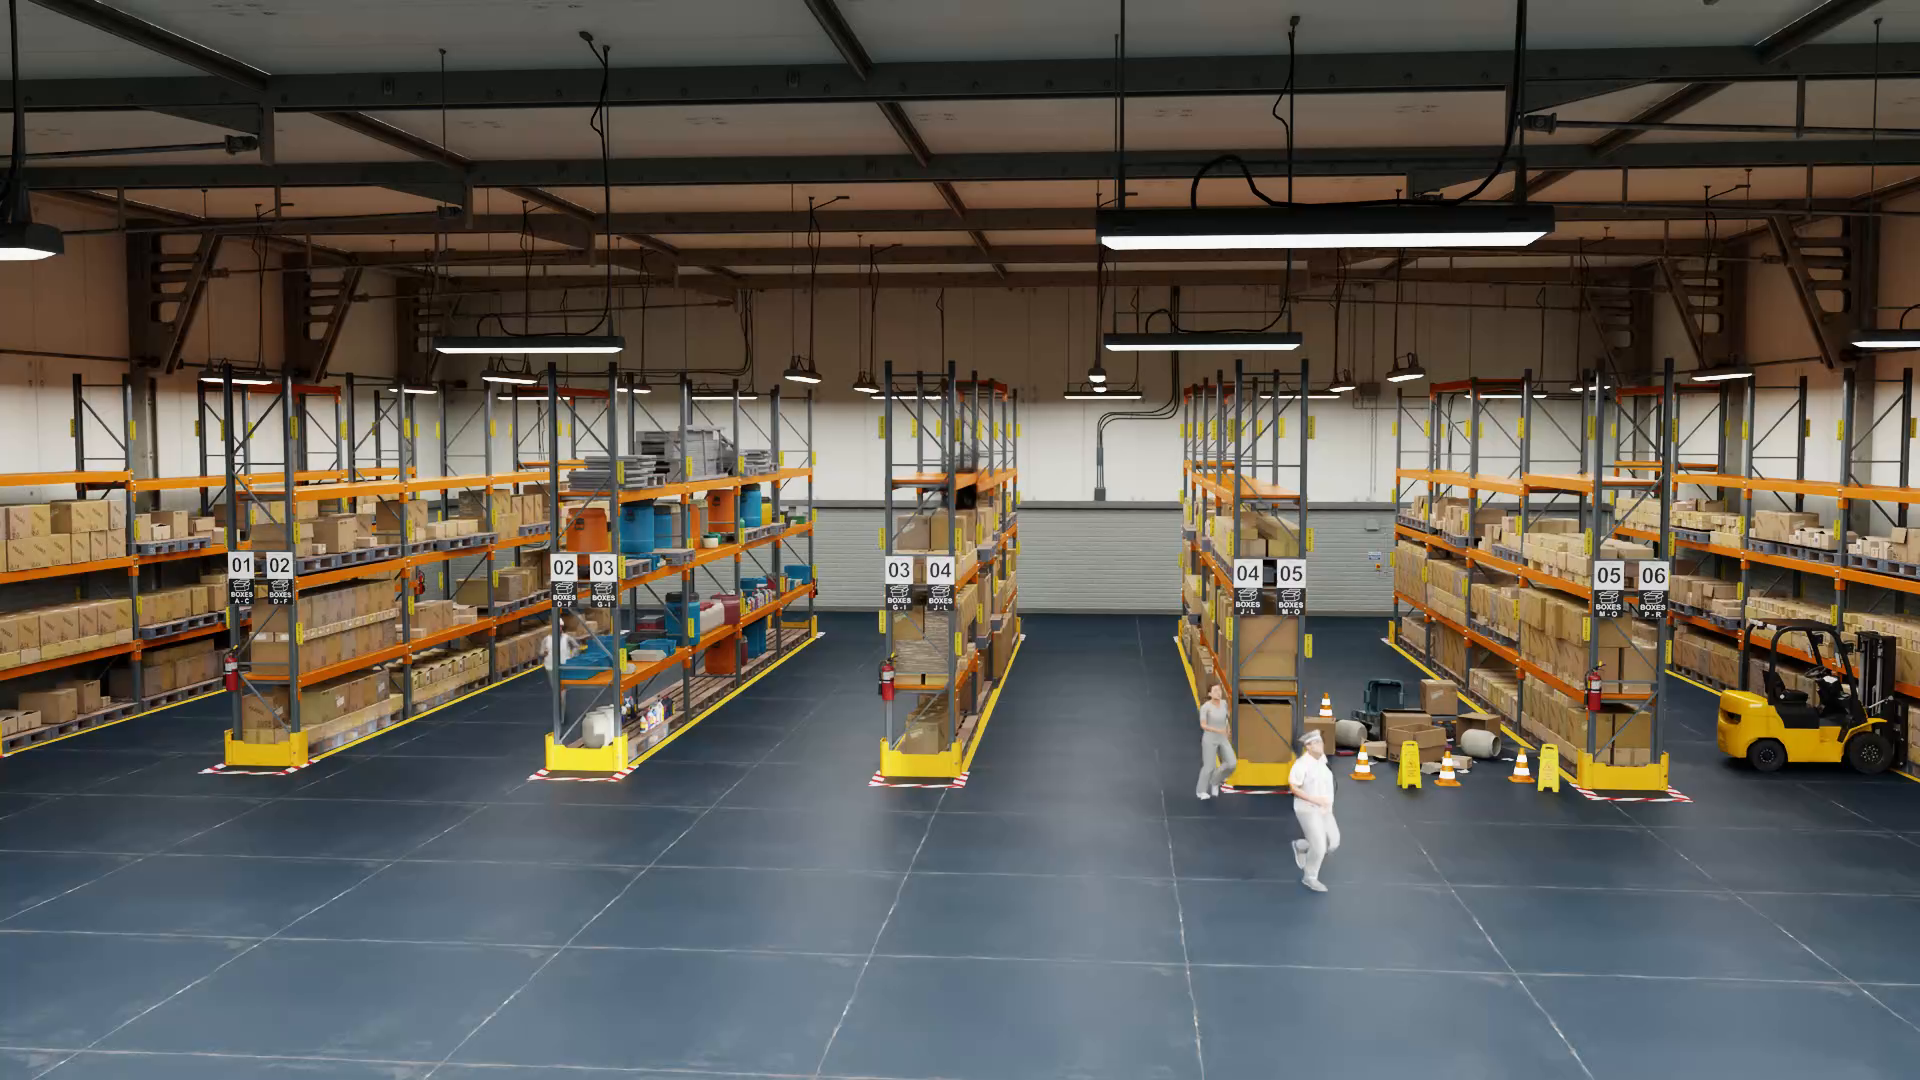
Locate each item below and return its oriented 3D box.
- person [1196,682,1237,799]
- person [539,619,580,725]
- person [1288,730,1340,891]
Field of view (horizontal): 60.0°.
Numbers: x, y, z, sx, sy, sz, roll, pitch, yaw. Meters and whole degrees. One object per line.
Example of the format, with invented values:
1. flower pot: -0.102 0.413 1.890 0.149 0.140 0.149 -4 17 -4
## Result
1. person: 3.454 2.707 22.321 0.581 1.616 0.747 -2 4 -23
2. person: -6.898 2.242 28.529 0.639 1.825 0.734 0 4 5
3. person: 3.868 2.941 18.255 0.697 1.752 0.627 -4 5 -44
